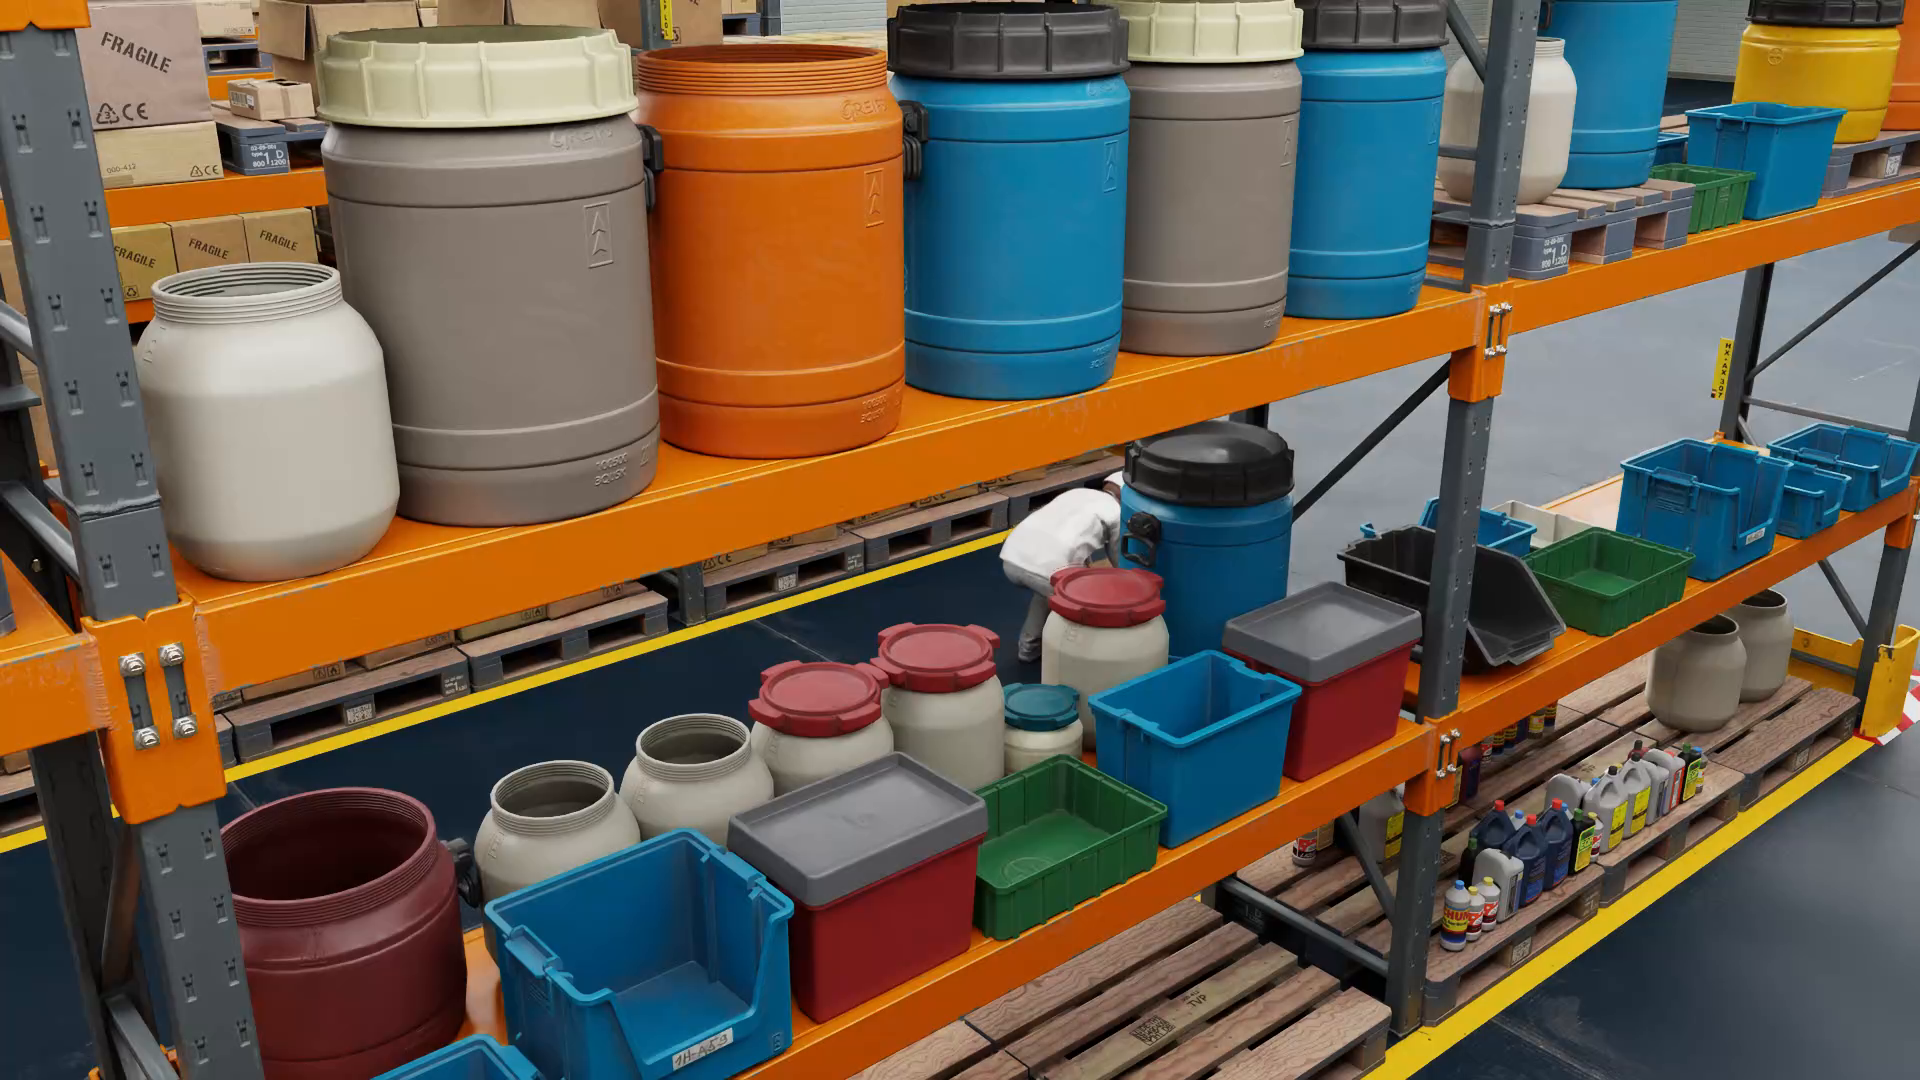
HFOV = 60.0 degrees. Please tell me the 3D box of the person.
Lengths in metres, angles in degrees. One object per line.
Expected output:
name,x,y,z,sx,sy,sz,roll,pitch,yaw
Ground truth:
person,0.647,0.176,9.192,0.975,0.987,0.513,-18,27,-39
